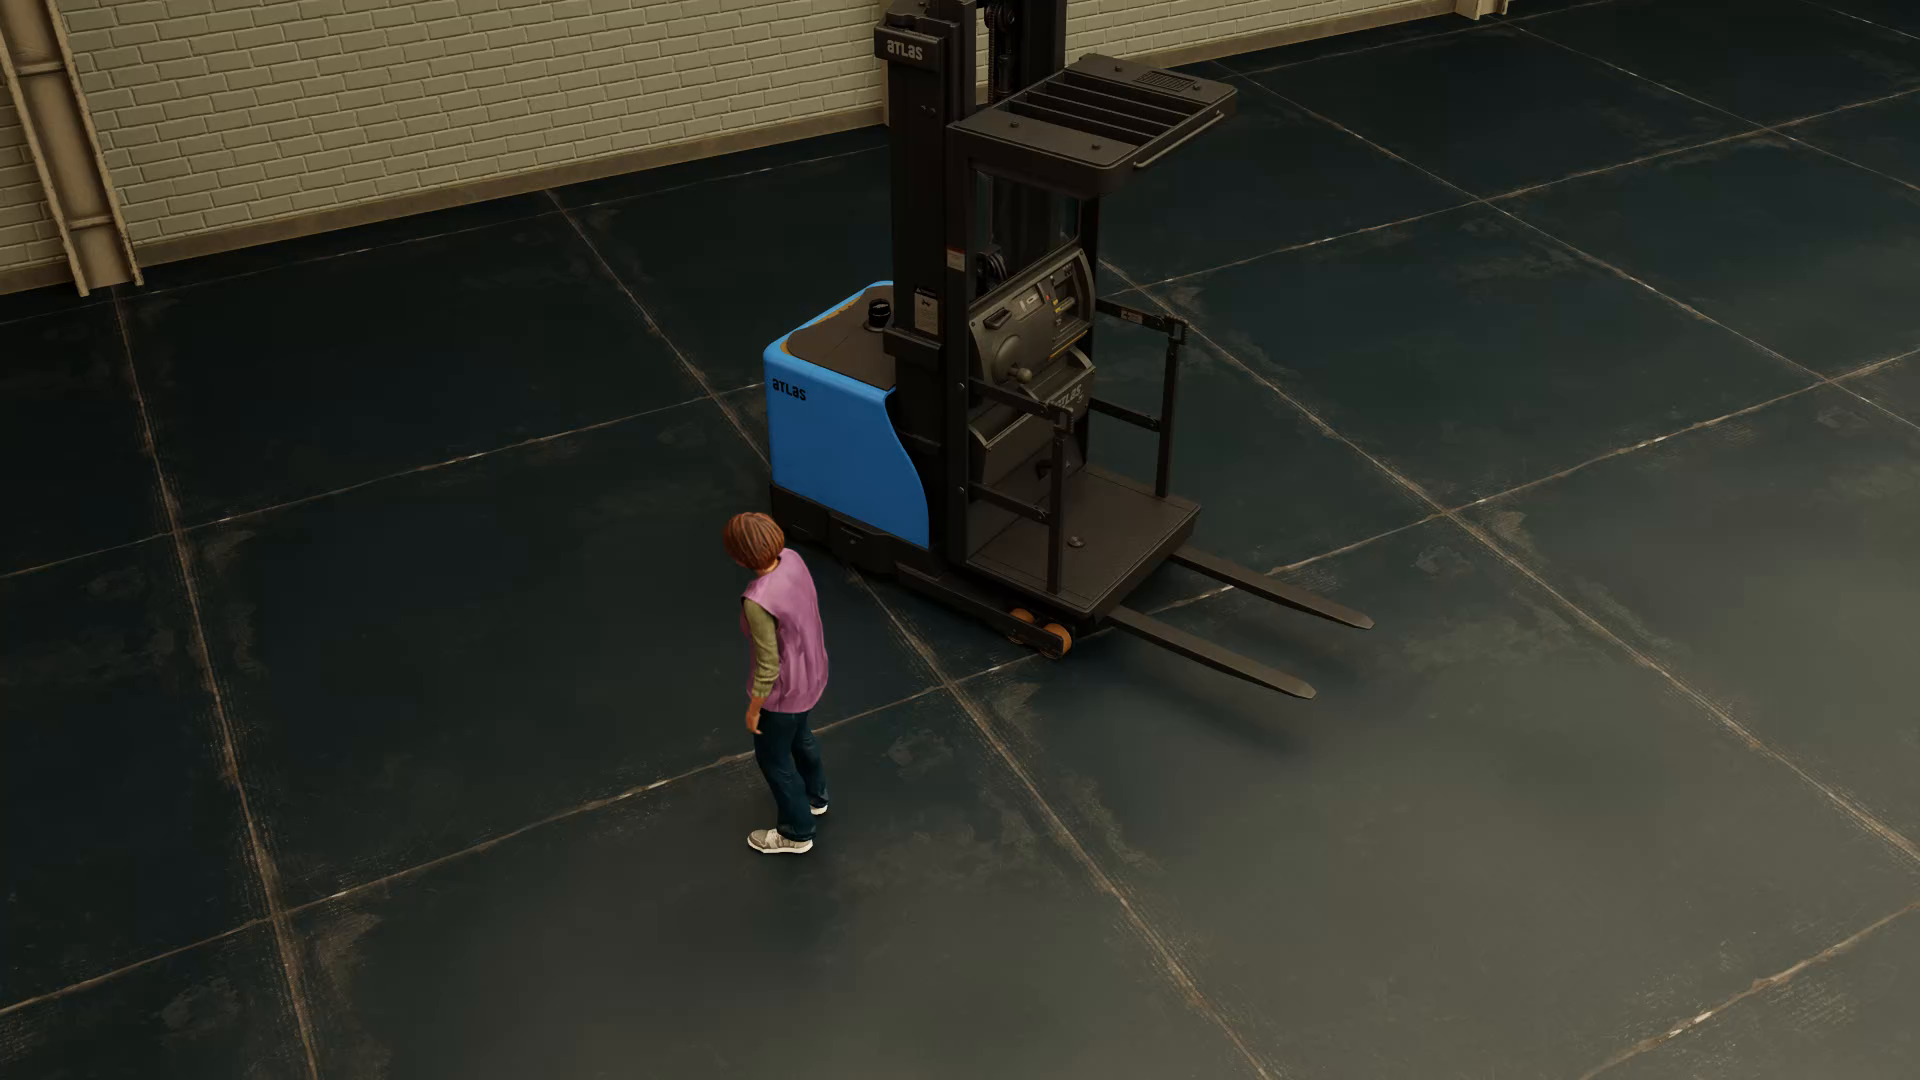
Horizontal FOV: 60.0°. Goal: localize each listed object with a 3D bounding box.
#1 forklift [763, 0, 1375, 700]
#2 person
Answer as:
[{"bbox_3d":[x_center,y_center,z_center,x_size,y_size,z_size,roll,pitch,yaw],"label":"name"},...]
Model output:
[{"bbox_3d":[0.508,-0.985,7.517,3.031,2.935,1.130,23,41,29],"label":"forklift"},{"bbox_3d":[-0.693,0.564,6.486,0.344,1.593,0.465,10,37,14],"label":"person"}]
